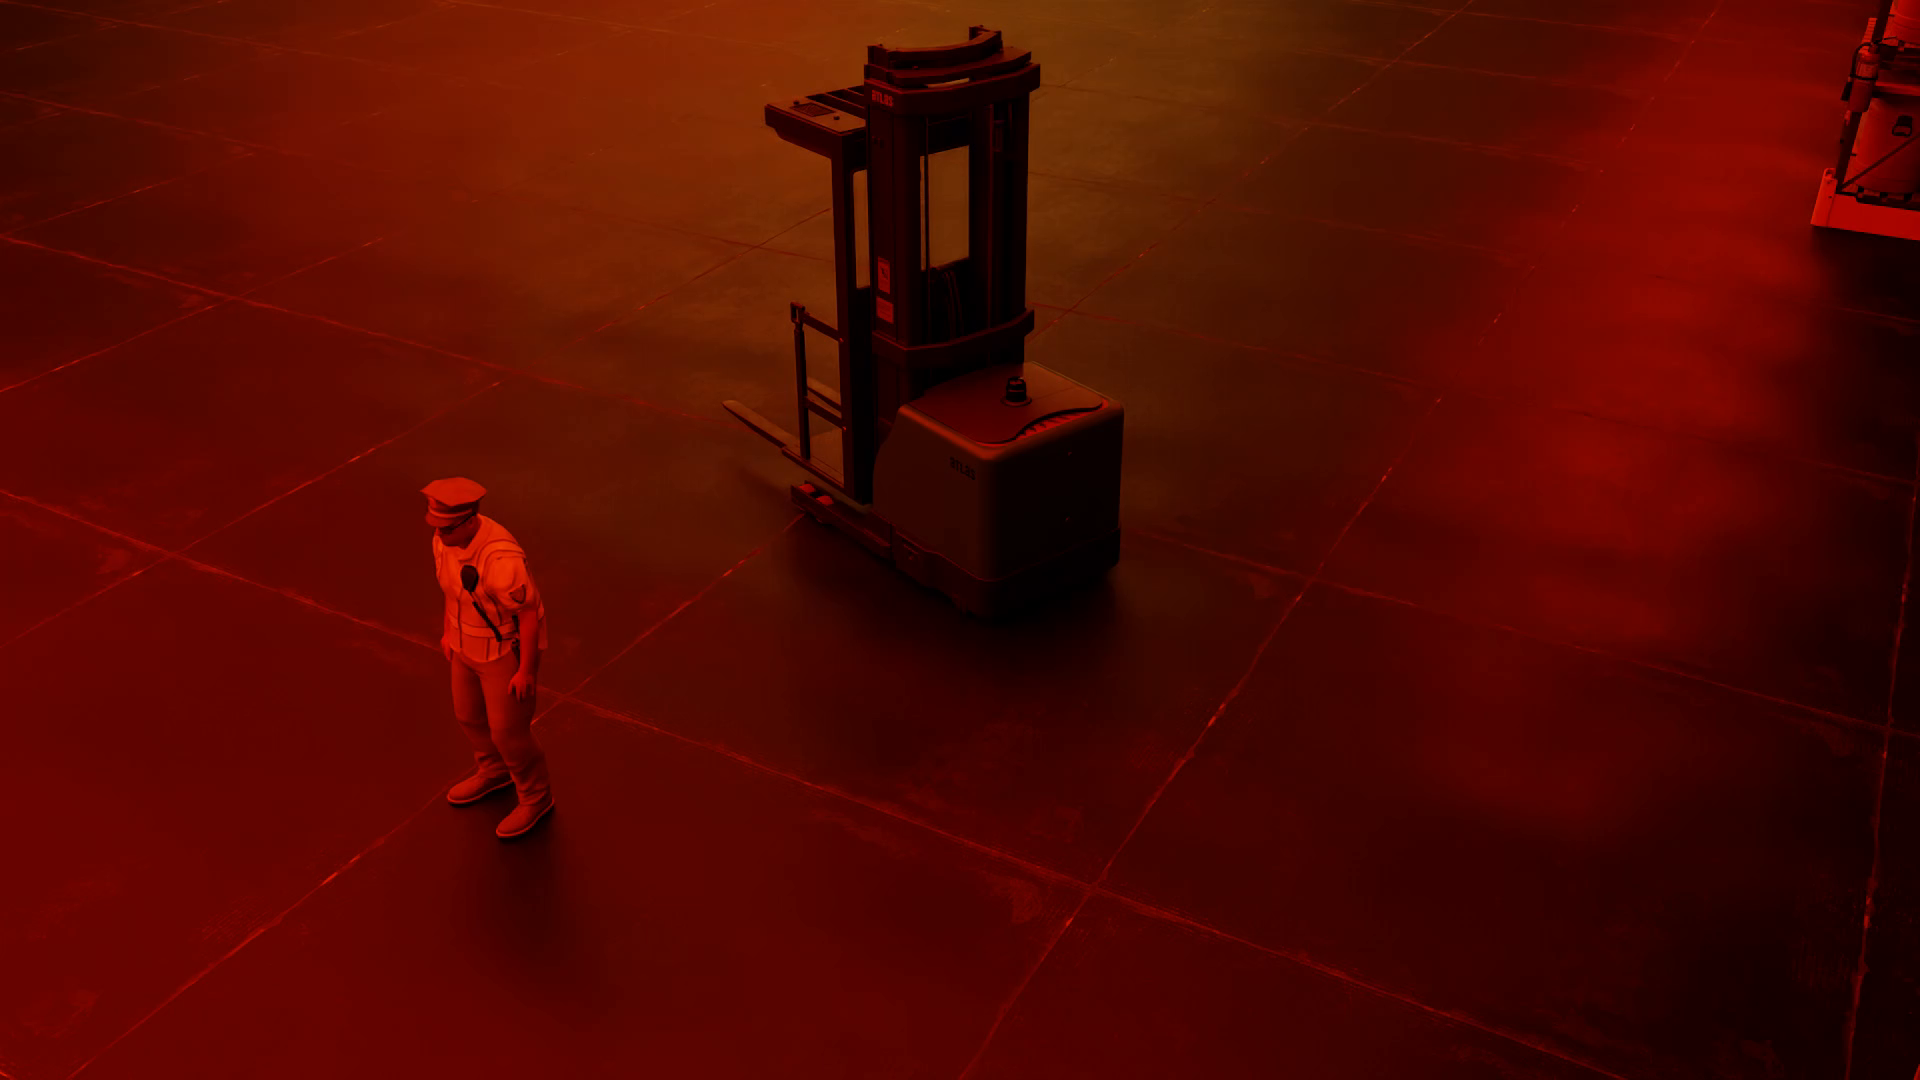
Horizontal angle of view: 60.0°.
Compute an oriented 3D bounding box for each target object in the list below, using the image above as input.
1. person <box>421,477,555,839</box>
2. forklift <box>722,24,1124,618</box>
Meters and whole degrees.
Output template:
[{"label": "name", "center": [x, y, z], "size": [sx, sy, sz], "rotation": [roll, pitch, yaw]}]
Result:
[{"label": "person", "center": [-2.085, 0.487, 7.411], "size": [0.595, 1.746, 0.443], "rotation": [22, 36, 33]}, {"label": "forklift", "center": [-0.390, -1.512, 9.691], "size": [1.130, 2.935, 3.031], "rotation": [-22, 37, -33]}]
